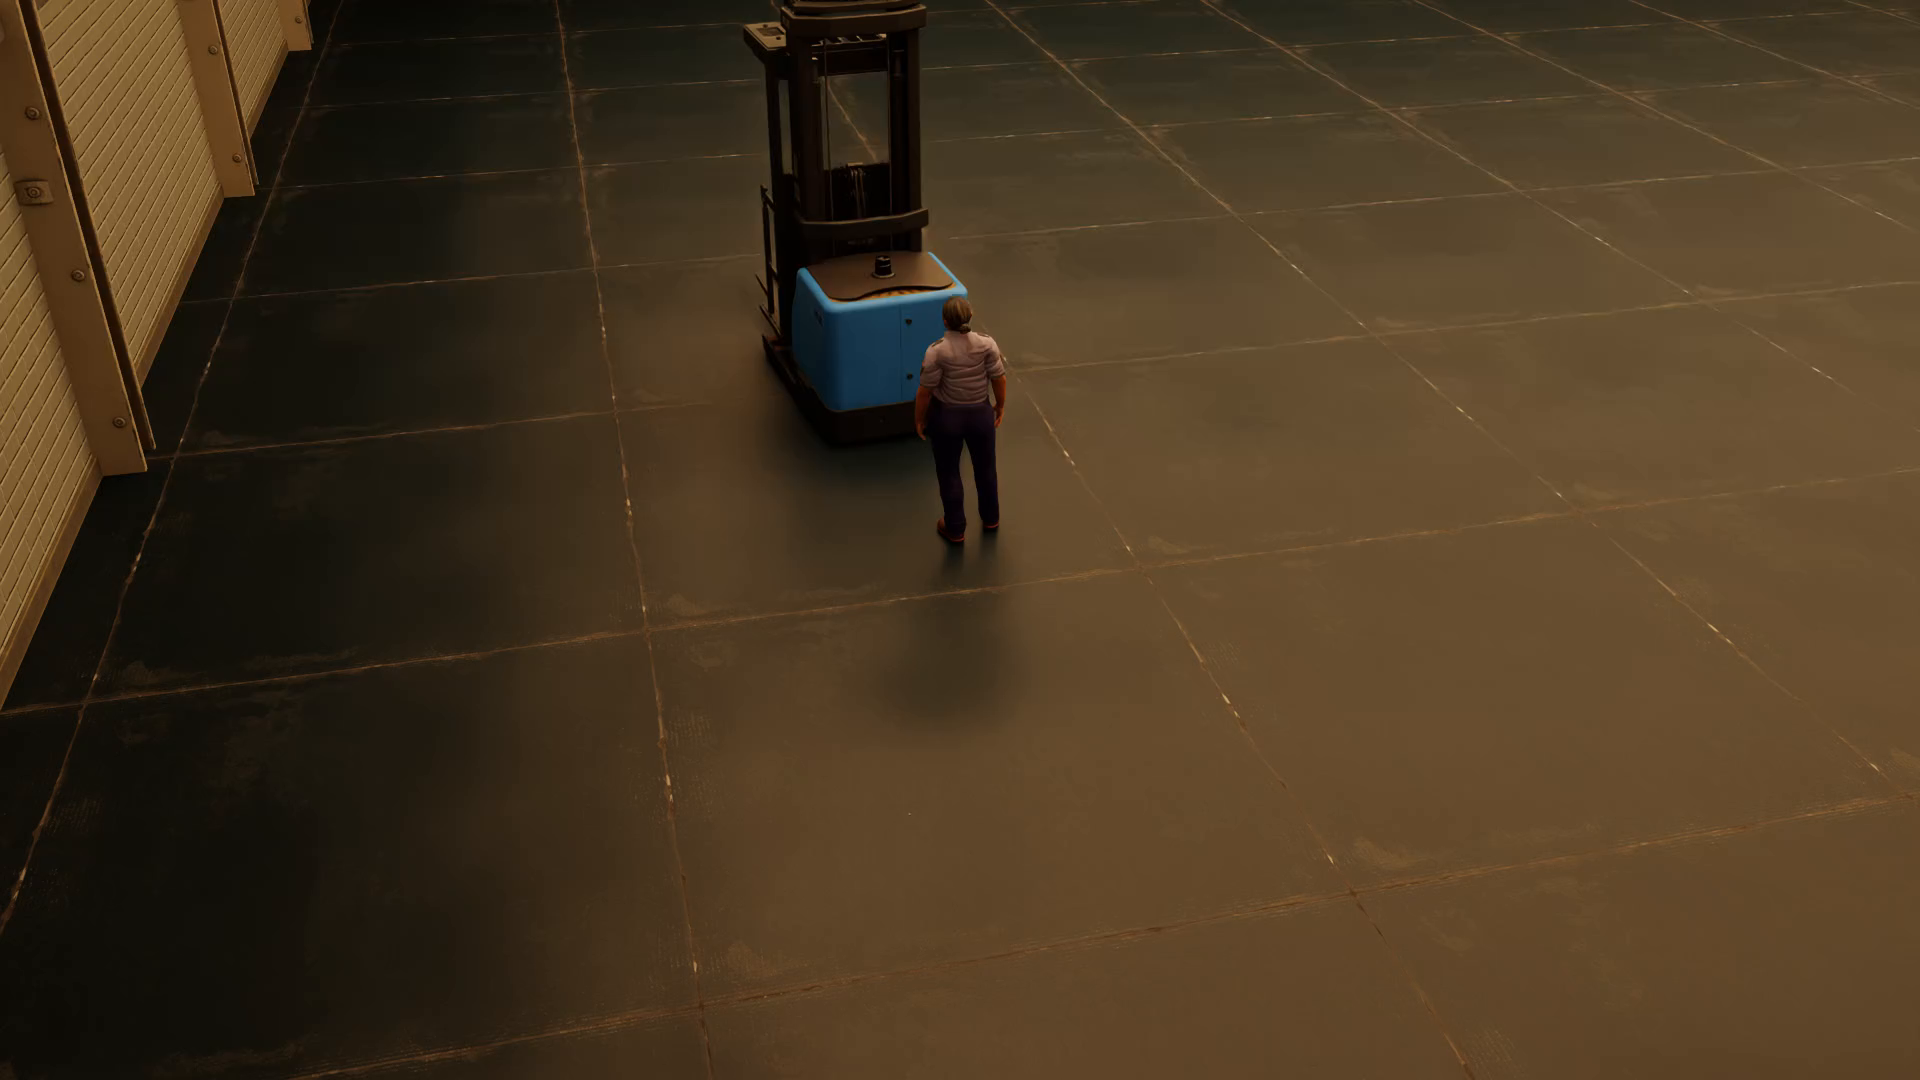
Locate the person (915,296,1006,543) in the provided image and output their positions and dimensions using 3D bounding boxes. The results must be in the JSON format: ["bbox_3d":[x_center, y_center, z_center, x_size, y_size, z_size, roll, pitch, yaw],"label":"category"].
[{"bbox_3d":[0.001,-0.765,10.163,0.599,1.650,0.503,-7,31,-12],"label":"person"}]

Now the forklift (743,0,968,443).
[{"bbox_3d":[-0.897,-2.667,12.181,1.130,2.935,3.031,-10,32,-17],"label":"forklift"}]
